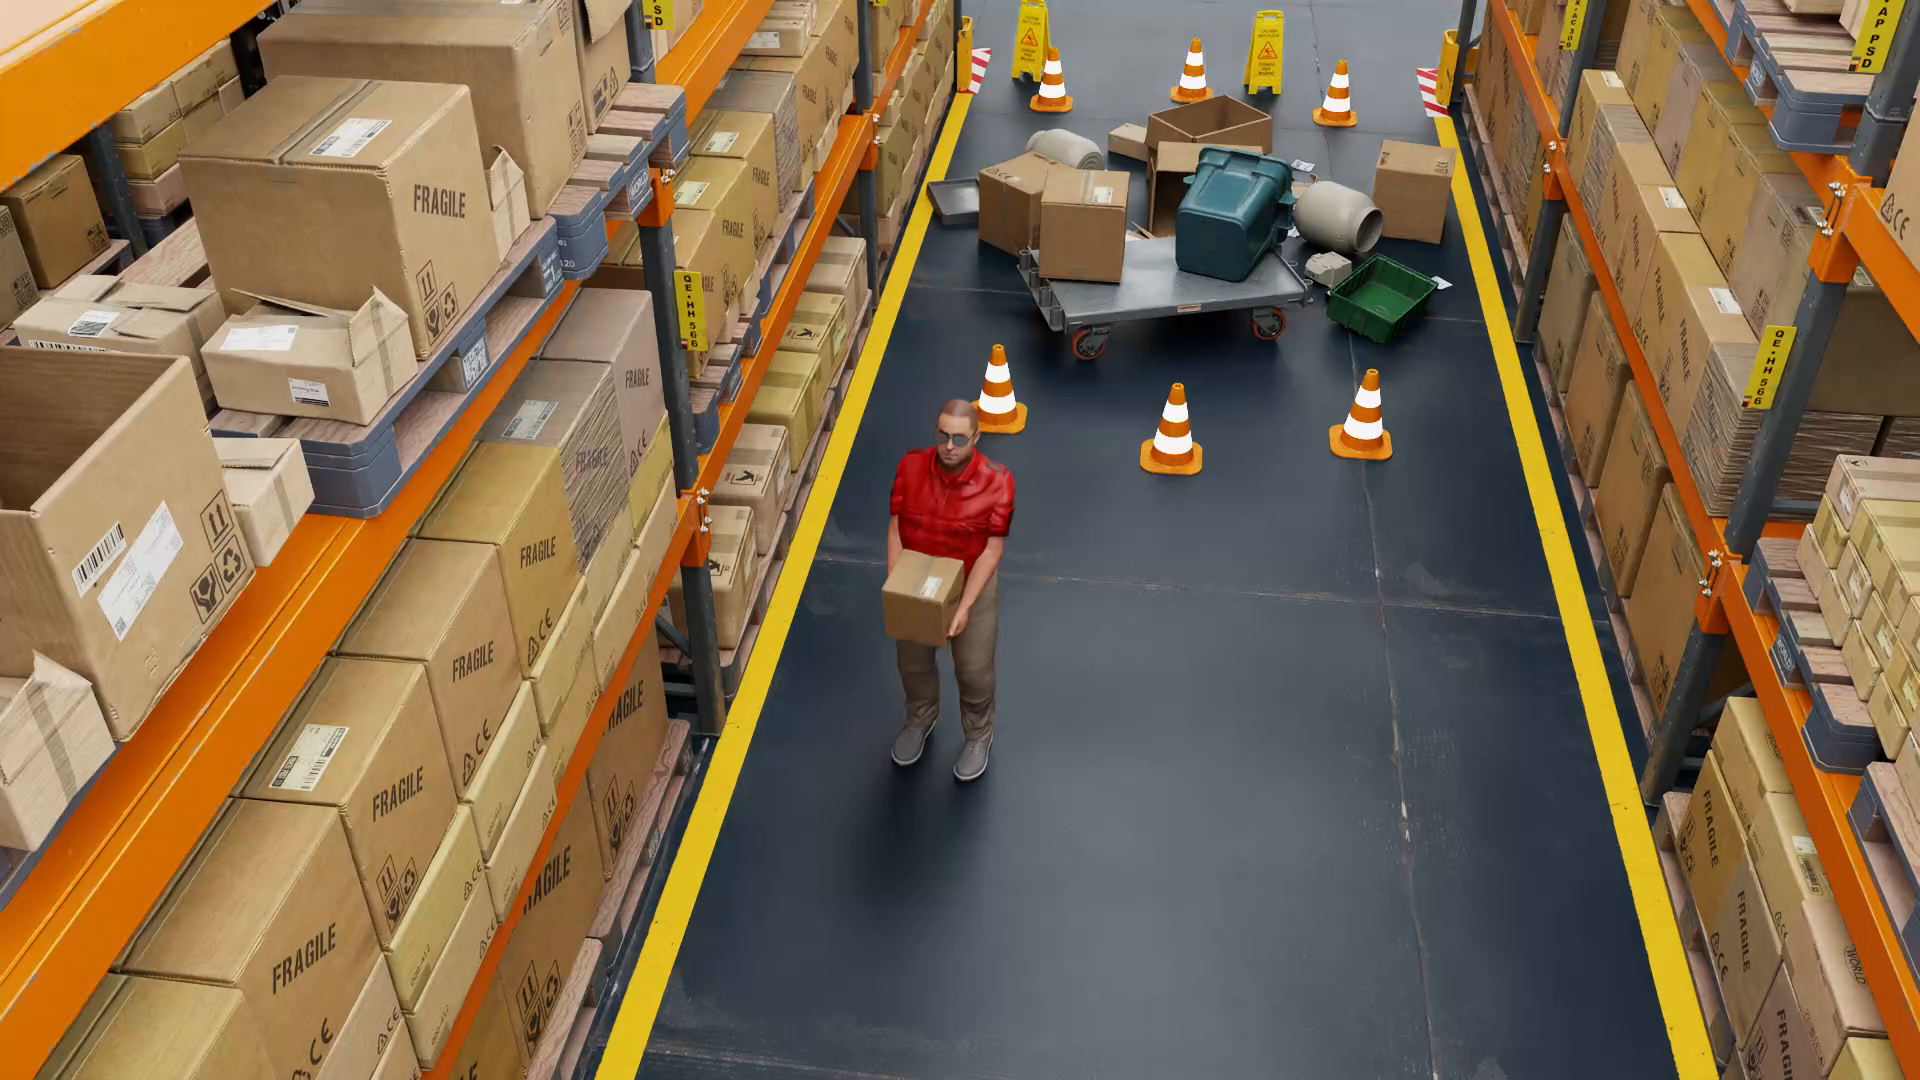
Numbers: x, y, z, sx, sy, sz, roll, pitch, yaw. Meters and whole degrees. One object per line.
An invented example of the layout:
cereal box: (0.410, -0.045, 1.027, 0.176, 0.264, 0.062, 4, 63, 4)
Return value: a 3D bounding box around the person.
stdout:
person: (-0.068, 0.248, 6.709, 0.518, 1.727, 0.524, 11, 37, 15)
